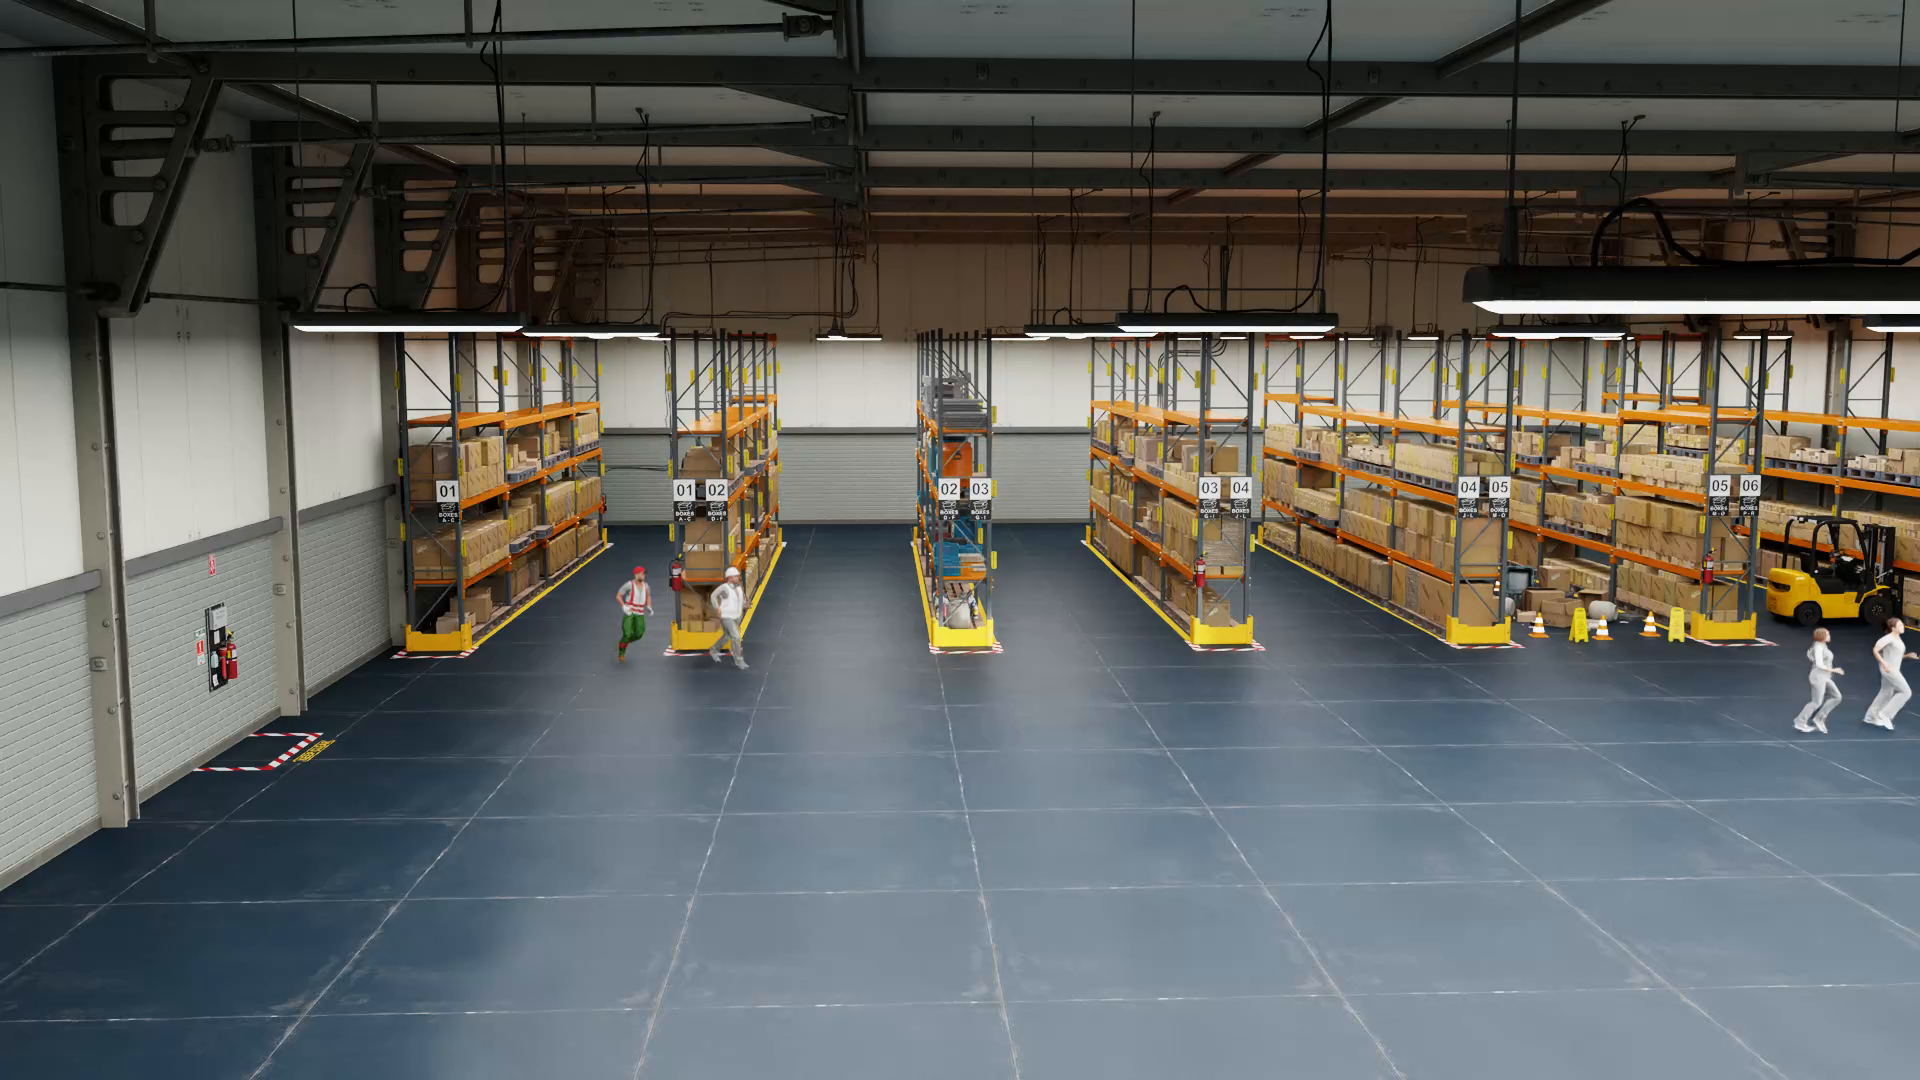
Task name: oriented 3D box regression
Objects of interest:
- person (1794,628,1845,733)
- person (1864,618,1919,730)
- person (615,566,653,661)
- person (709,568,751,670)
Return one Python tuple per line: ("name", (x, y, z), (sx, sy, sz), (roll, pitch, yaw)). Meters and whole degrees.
("person", (12.661, 2.074, 24.465), (0.629, 1.558, 0.545), (5, 8, 35))
("person", (13.924, 1.986, 24.828), (0.669, 1.674, 0.540), (5, 8, 36))
("person", (-5.939, 1.325, 30.367), (0.747, 1.695, 0.563), (-6, 9, -40))
("person", (-4.108, 1.366, 29.520), (0.943, 1.783, 0.608), (3, 8, 27))
